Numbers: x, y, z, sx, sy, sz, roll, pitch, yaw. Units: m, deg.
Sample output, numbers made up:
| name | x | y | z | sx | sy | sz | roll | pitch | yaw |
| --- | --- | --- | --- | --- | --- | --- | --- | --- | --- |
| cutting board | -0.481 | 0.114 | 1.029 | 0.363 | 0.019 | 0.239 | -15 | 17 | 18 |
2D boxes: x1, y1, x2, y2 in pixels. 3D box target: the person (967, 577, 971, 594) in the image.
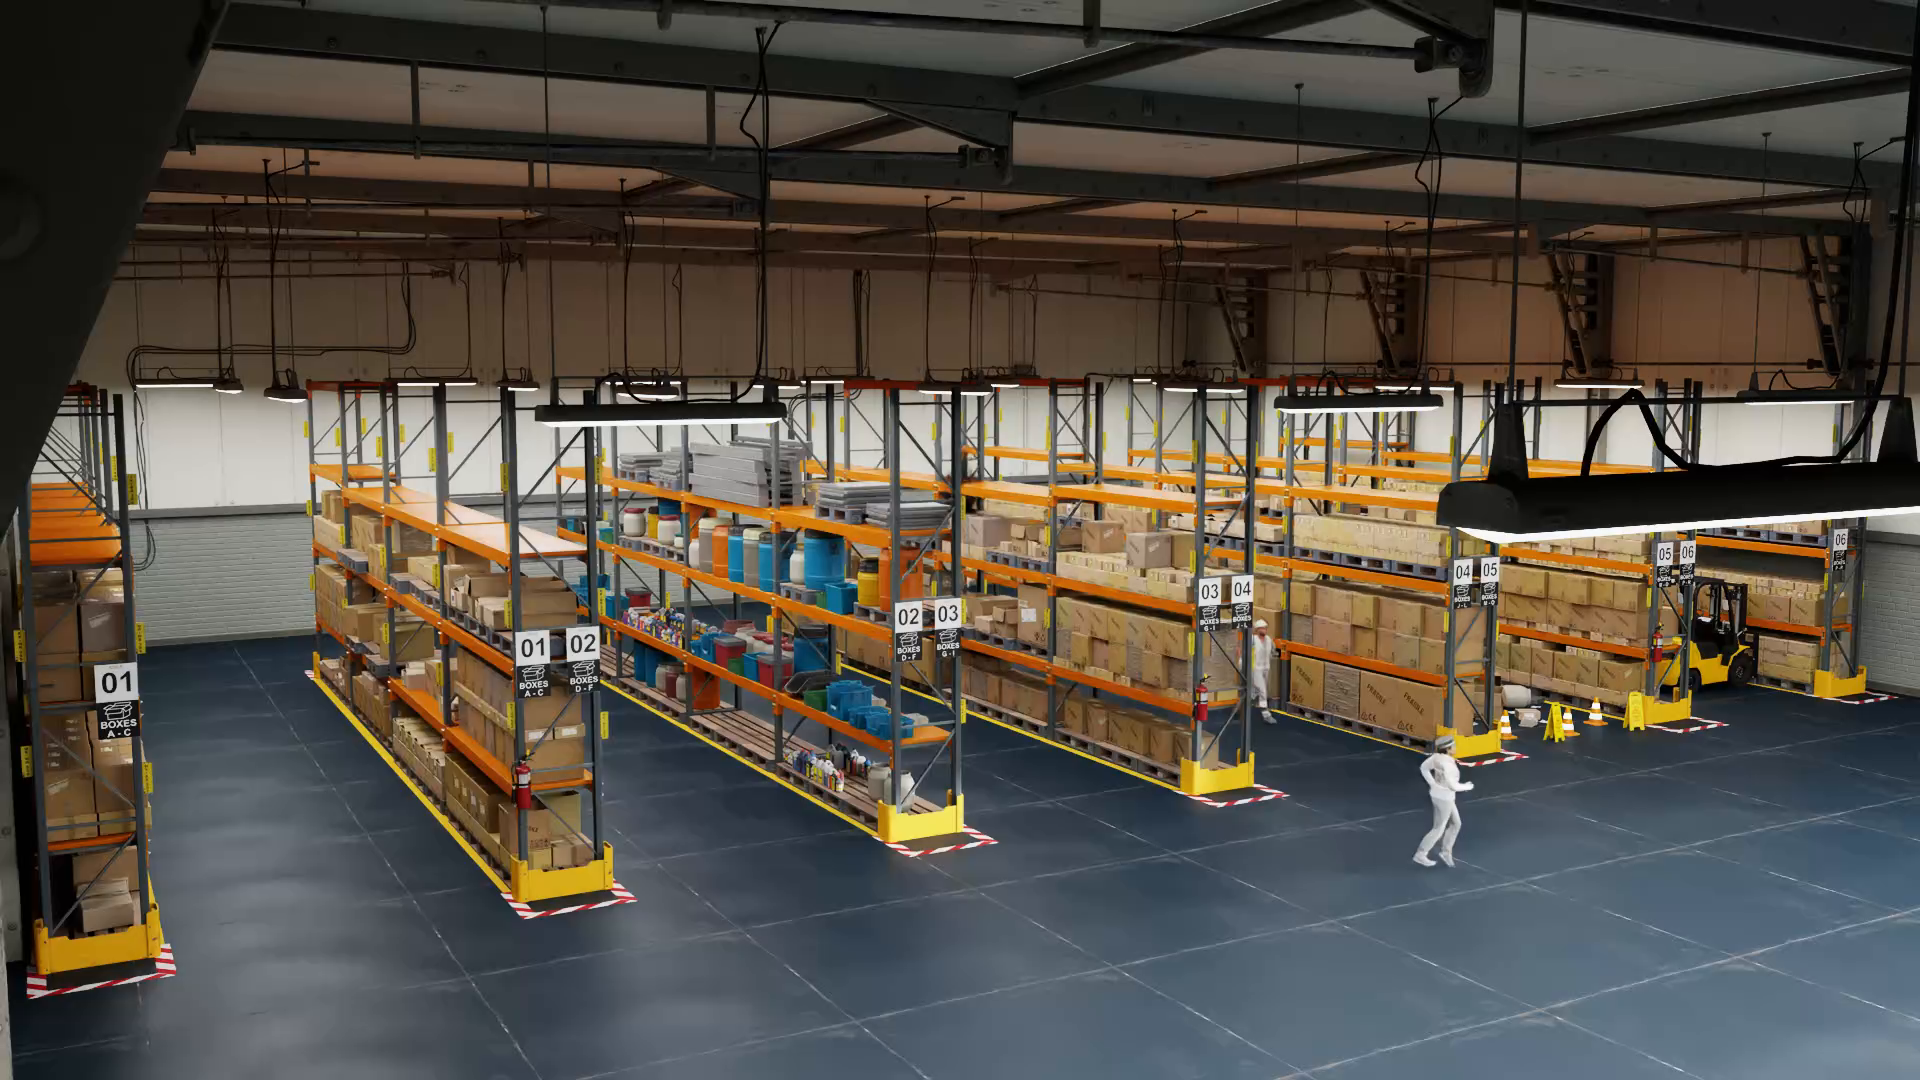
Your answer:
| name | x | y | z | sx | sy | sz | roll | pitch | yaw |
| --- | --- | --- | --- | --- | --- | --- | --- | --- | --- |
| person | 0.066 | 0.982 | 42.142 | 1.082 | 1.730 | 0.733 | -3 | 7 | -25 |

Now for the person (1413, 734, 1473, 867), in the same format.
| name | x | y | z | sx | sy | sz | roll | pitch | yaw |
| --- | --- | --- | --- | --- | --- | --- | --- | --- | --- |
| person | 6.050 | 3.301 | 20.841 | 0.725 | 1.759 | 0.626 | 0 | 6 | 3 |

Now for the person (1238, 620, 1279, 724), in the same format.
| name | x | y | z | sx | sy | sz | roll | pitch | yaw |
| --- | --- | --- | --- | --- | --- | --- | --- | --- | --- |
| person | 5.279 | 2.285 | 29.355 | 0.662 | 1.777 | 1.004 | -4 | 7 | -30 |
